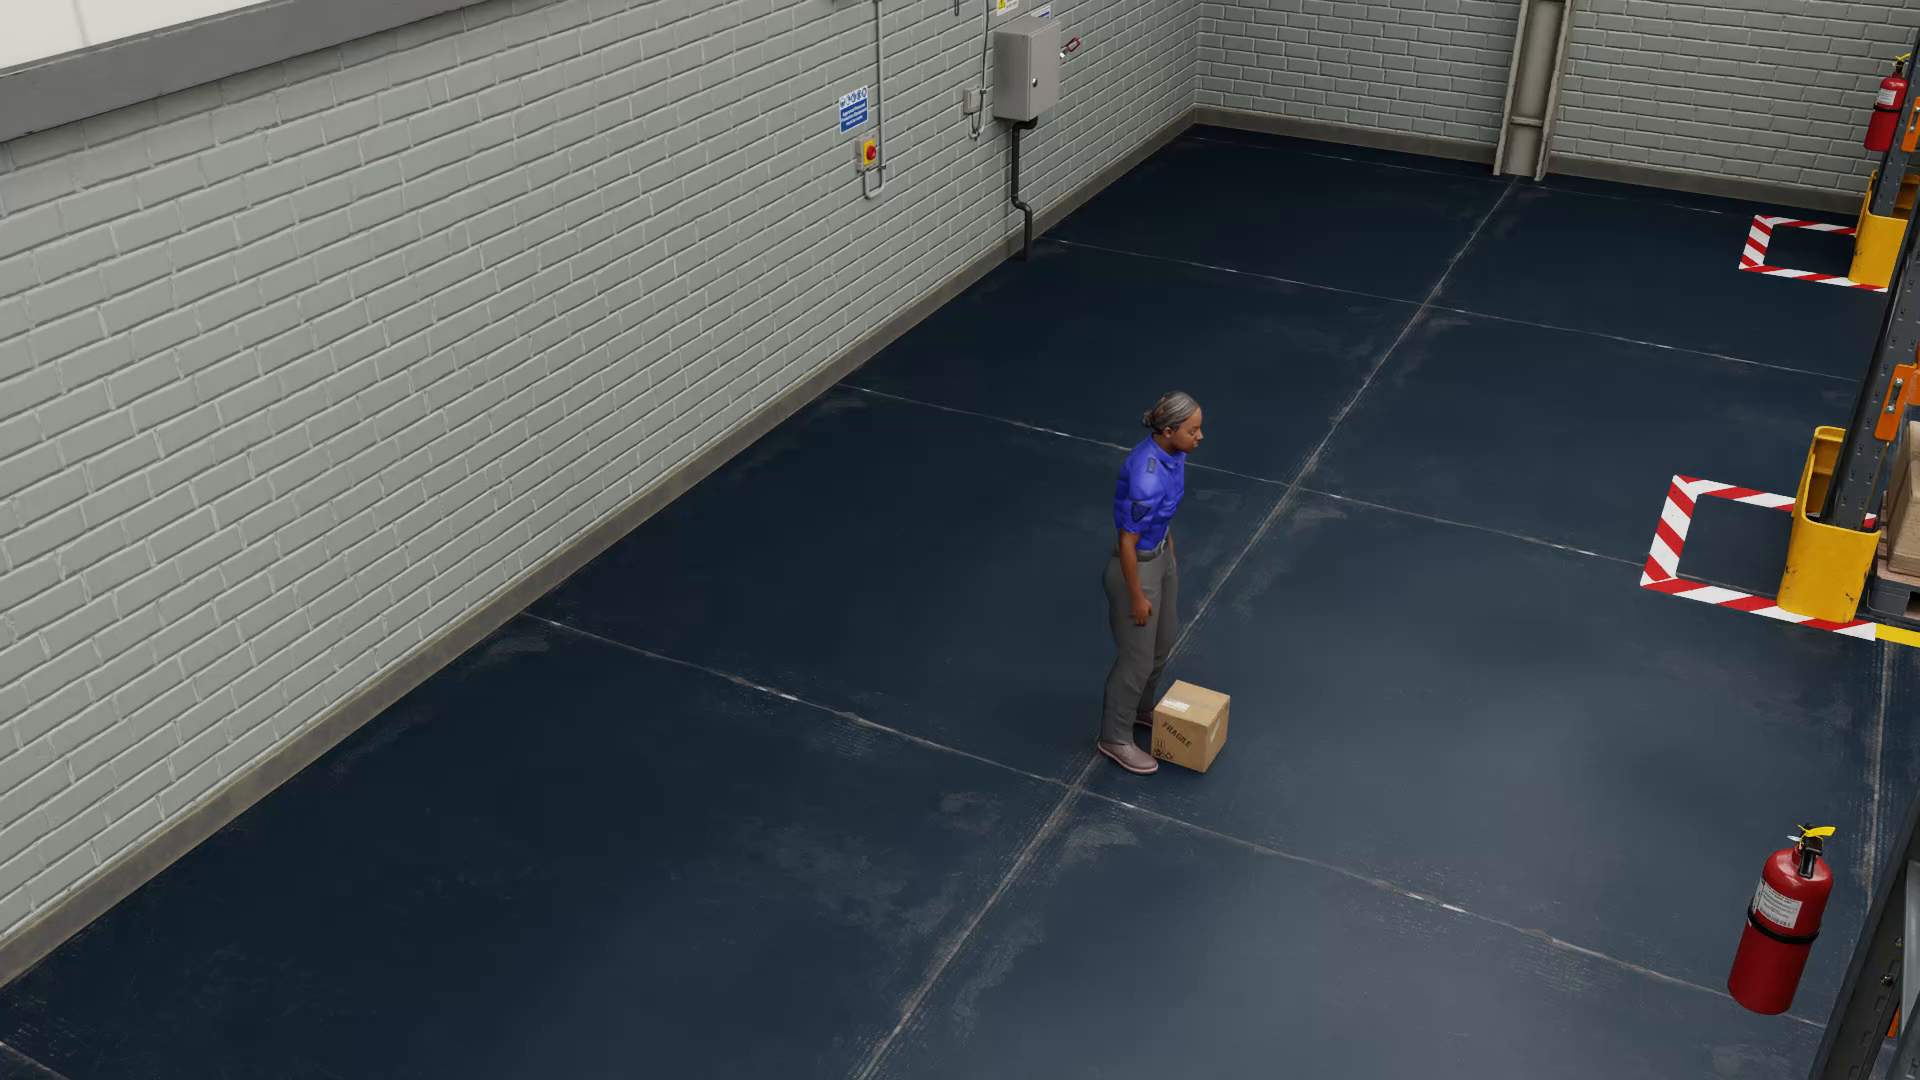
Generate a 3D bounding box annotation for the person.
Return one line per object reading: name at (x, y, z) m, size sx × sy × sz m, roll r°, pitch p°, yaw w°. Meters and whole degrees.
person at (0.780, 0.144, 6.888) m, size 0.349 × 1.655 × 0.532 m, roll 13°, pitch 33°, yaw 20°
